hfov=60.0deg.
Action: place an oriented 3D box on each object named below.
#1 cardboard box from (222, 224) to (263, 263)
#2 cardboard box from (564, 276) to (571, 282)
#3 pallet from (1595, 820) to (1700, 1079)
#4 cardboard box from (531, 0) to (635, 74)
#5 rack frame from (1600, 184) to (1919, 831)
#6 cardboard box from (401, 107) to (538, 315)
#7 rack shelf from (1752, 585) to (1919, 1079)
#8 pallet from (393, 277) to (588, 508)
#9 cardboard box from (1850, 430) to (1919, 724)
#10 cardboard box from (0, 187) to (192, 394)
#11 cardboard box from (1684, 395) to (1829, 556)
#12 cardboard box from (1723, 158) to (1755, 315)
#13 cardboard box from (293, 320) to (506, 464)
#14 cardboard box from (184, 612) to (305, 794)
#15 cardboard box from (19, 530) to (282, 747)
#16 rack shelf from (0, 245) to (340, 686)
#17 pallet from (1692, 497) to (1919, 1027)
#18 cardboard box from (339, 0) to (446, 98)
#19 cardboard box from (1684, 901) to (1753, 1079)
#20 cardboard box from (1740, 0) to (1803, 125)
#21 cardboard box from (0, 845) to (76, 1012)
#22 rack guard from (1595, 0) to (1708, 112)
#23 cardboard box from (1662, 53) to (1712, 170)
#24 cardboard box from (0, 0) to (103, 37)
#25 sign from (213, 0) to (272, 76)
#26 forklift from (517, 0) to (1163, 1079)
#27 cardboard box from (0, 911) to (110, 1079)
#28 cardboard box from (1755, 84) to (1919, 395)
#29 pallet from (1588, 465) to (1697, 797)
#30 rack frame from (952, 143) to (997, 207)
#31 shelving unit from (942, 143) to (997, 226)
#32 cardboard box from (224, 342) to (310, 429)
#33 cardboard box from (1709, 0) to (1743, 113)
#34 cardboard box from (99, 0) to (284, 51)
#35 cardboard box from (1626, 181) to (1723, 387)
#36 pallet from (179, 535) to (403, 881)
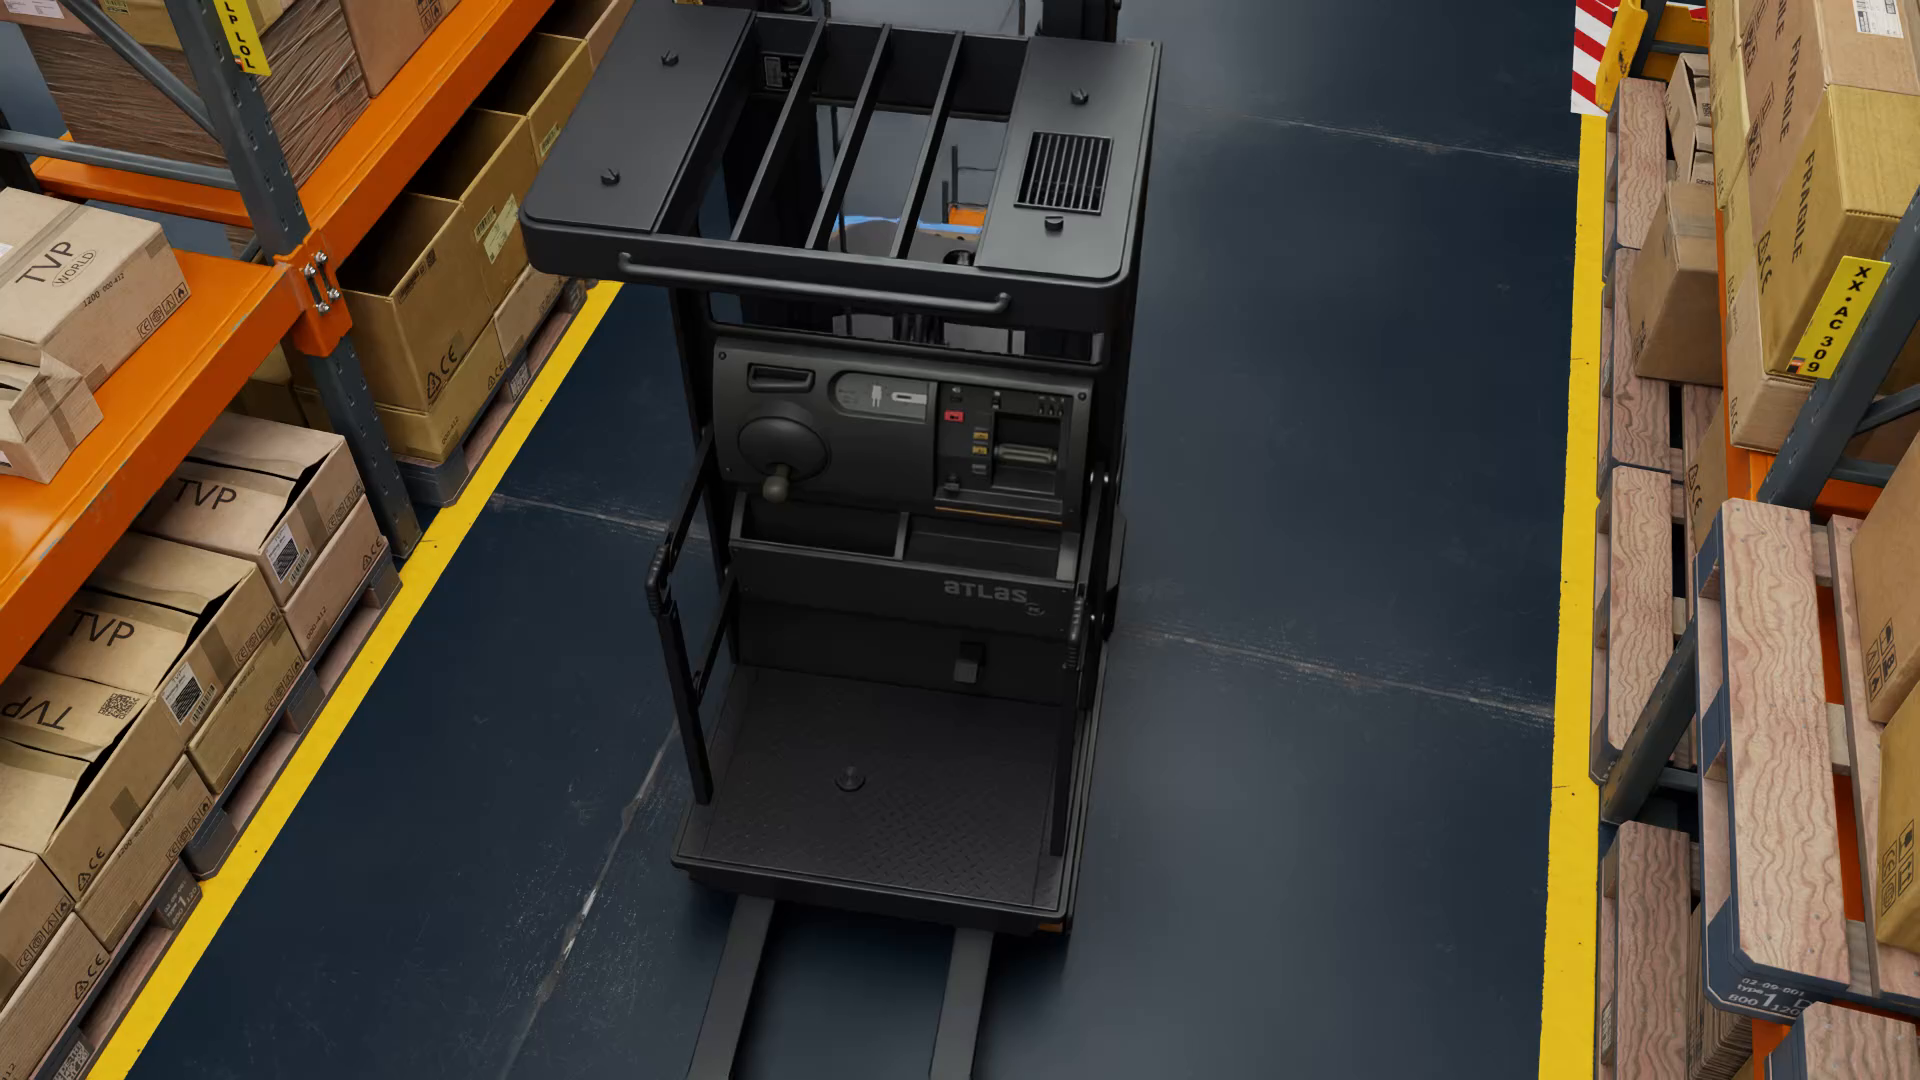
[{"bbox_3d":[-2.304,-1.278,5.931,0.500,0.500,0.500,12,50,10],"label":"cardboard box"},{"bbox_3d":[-1.670,-1.289,6.441,0.500,0.250,0.500,12,50,10],"label":"cardboard box"},{"bbox_3d":[2.219,1.398,4.375,1.003,0.211,1.213,12,50,10],"label":"pallet"},{"bbox_3d":[-1.541,-1.899,6.479,0.500,0.500,0.500,12,50,10],"label":"cardboard box"},{"bbox_3d":[2.422,-0.088,3.827,1.000,3.000,0.127,12,50,10],"label":"rack frame"},{"bbox_3d":[-1.810,-1.177,5.842,0.500,0.500,0.500,12,50,10],"label":"cardboard box"},{"bbox_3d":[1.896,1.596,2.820,1.077,0.370,4.000,12,50,10],"label":"rack shelf"},{"bbox_3d":[-2.108,-0.707,6.233,1.003,0.211,1.213,12,50,10],"label":"pallet"},{"bbox_3d":[2.255,0.094,3.306,0.700,0.500,0.500,12,50,10],"label":"cardboard box"},{"bbox_3d":[-2.445,-0.649,4.422,0.500,0.250,0.500,14,50,12],"label":"cardboard box"},{"bbox_3d":[2.657,-0.165,5.269,0.500,0.500,0.500,8,49,7],"label":"cardboard box"},{"bbox_3d":[2.394,-0.806,4.548,0.500,0.250,0.500,12,50,10],"label":"cardboard box"},{"bbox_3d":[-1.943,-0.568,5.804,0.500,0.250,0.500,12,50,10],"label":"cardboard box"},{"bbox_3d":[-2.322,0.430,4.923,0.500,0.250,0.500,11,49,9],"label":"cardboard box"},{"bbox_3d":[-2.319,0.249,4.709,0.500,0.311,0.500,13,50,11],"label":"cardboard box"},{"bbox_3d":[-2.884,0.622,3.681,1.077,0.370,4.000,12,50,10],"label":"rack shelf"},{"bbox_3d":[2.081,0.499,3.437,1.003,0.211,1.213,12,50,10],"label":"pallet"},{"bbox_3d":[-2.114,-1.801,5.272,0.700,0.500,0.500,11,50,10],"label":"cardboard box"},{"bbox_3d":[2.245,1.129,4.127,0.700,0.500,0.500,13,50,11],"label":"cardboard box"},{"bbox_3d":[2.517,-1.421,4.590,0.500,0.500,0.500,10,49,9],"label":"cardboard box"},{"bbox_3d":[-2.588,0.973,4.071,0.500,0.311,0.500,11,49,10],"label":"cardboard box"},{"bbox_3d":[3.455,-2.099,7.269,1.175,0.500,0.348,12,50,10],"label":"rack guard"},{"bbox_3d":[3.206,-1.755,6.798,0.500,0.311,0.500,7,49,6],"label":"cardboard box"},{"bbox_3d":[-2.493,-1.550,4.618,0.380,0.149,0.250,12,50,10],"label":"cardboard box"},{"bbox_3d":[-1.832,-1.320,4.195,0.100,0.325,0.005,12,50,10],"label":"sign"},{"bbox_3d":[-0.180,-0.151,3.928,1.130,2.935,3.031,7,49,6],"label":"forklift"},{"bbox_3d":[-2.592,1.168,4.272,0.500,0.250,0.500,12,50,11],"label":"cardboard box"},{"bbox_3d":[2.248,-0.696,3.950,0.500,0.500,0.500,11,50,10],"label":"cardboard box"},{"bbox_3d":[2.565,0.342,5.308,1.003,0.211,1.213,12,50,10],"label":"pallet"},{"bbox_3d":[0.094,-0.841,5.692,0.240,1.200,0.006,7,49,6],"label":"rack frame"},{"bbox_3d":[0.079,-0.773,5.632,0.258,1.200,0.189,7,49,6],"label":"shelving unit"},{"bbox_3d":[-2.446,-0.671,5.895,0.500,0.250,0.500,12,50,10],"label":"cardboard box"},{"bbox_3d":[2.642,-1.537,5.193,0.500,0.250,0.500,12,50,10],"label":"cardboard box"},{"bbox_3d":[-2.100,-1.467,4.545,0.380,0.149,0.250,11,50,10],"label":"cardboard box"},{"bbox_3d":[2.815,-0.884,5.903,0.700,0.500,0.500,9,49,8],"label":"cardboard box"},{"bbox_3d":[-2.514,0.400,5.256,1.003,0.211,1.213,12,50,10],"label":"pallet"}]
